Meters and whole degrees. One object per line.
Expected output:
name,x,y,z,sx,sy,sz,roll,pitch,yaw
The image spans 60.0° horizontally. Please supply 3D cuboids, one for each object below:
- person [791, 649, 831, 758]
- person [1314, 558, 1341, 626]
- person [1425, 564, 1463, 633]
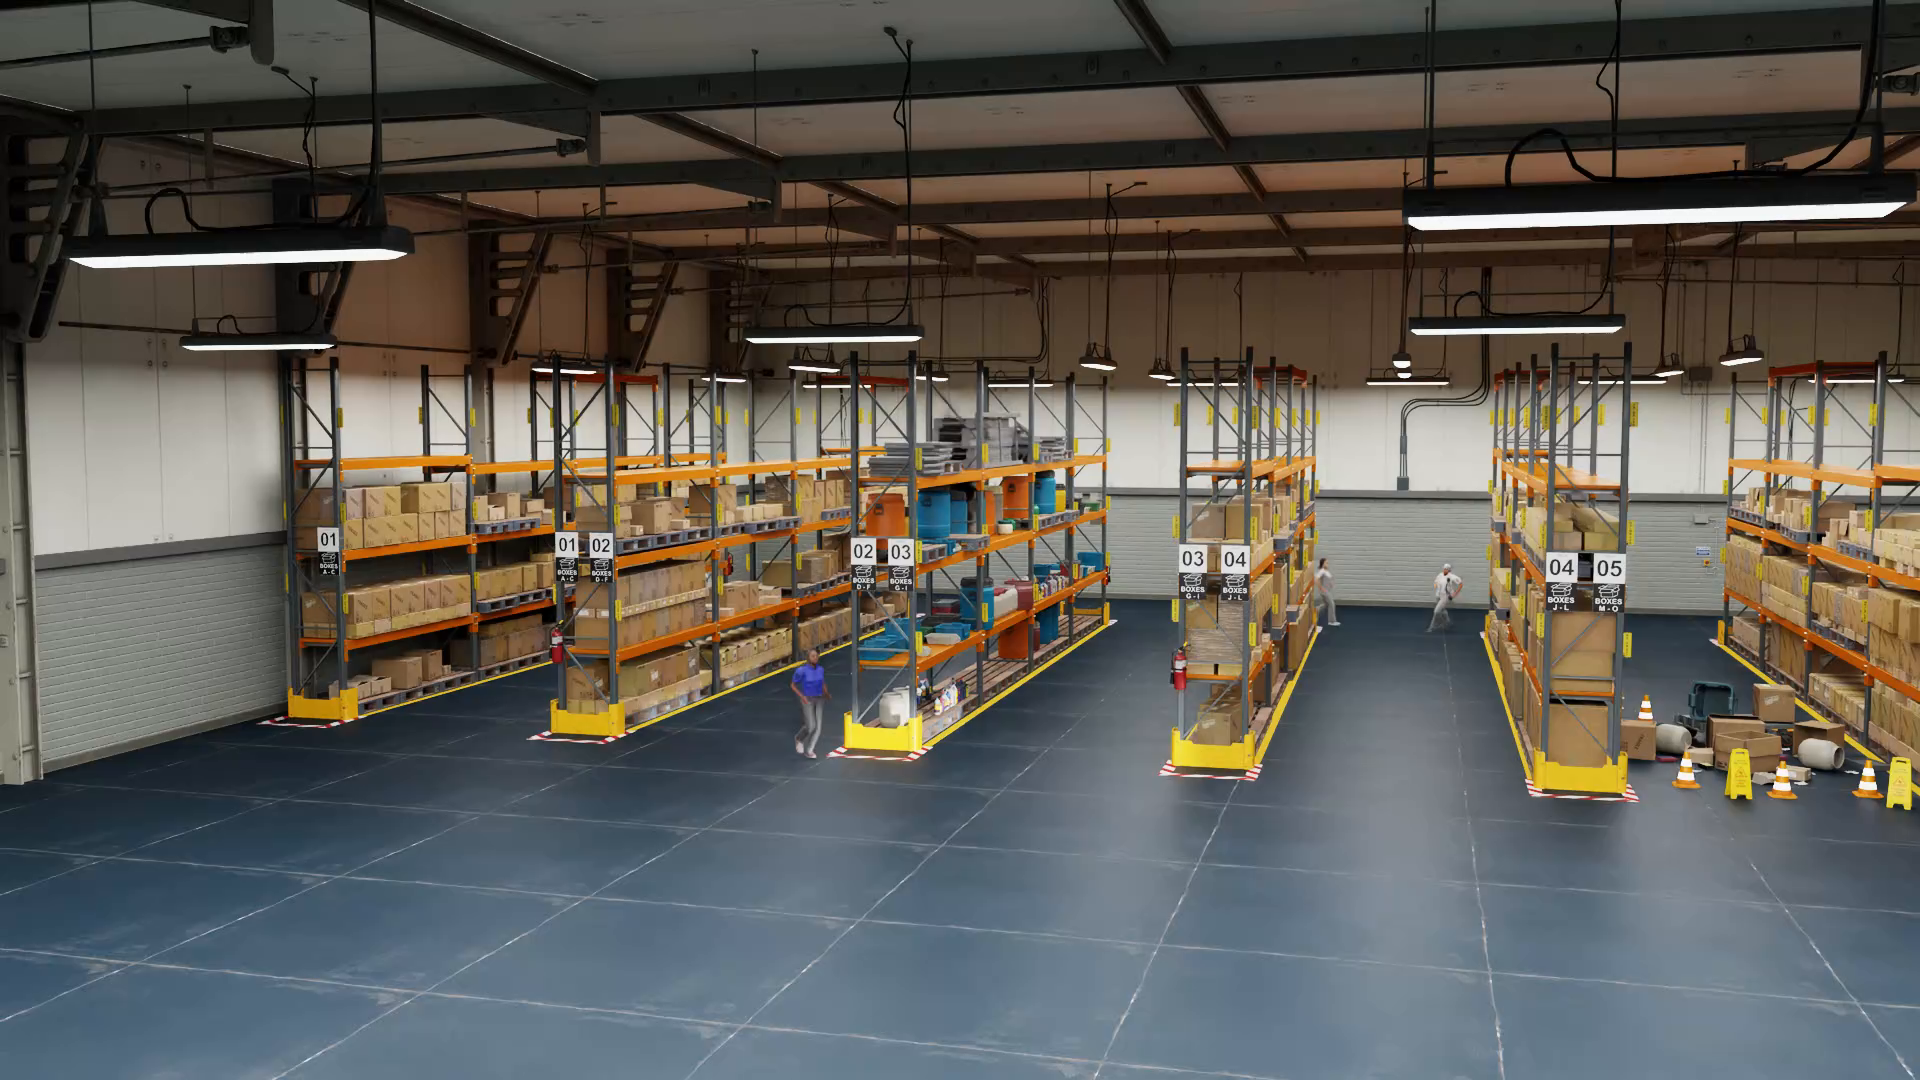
person,-2.169,2.404,24.421,0.555,1.612,0.547,-3,5,-37
person,8.742,1.256,40.044,0.791,1.618,0.646,3,5,31
person,11.329,1.363,38.880,0.851,1.659,0.744,-3,5,-31
